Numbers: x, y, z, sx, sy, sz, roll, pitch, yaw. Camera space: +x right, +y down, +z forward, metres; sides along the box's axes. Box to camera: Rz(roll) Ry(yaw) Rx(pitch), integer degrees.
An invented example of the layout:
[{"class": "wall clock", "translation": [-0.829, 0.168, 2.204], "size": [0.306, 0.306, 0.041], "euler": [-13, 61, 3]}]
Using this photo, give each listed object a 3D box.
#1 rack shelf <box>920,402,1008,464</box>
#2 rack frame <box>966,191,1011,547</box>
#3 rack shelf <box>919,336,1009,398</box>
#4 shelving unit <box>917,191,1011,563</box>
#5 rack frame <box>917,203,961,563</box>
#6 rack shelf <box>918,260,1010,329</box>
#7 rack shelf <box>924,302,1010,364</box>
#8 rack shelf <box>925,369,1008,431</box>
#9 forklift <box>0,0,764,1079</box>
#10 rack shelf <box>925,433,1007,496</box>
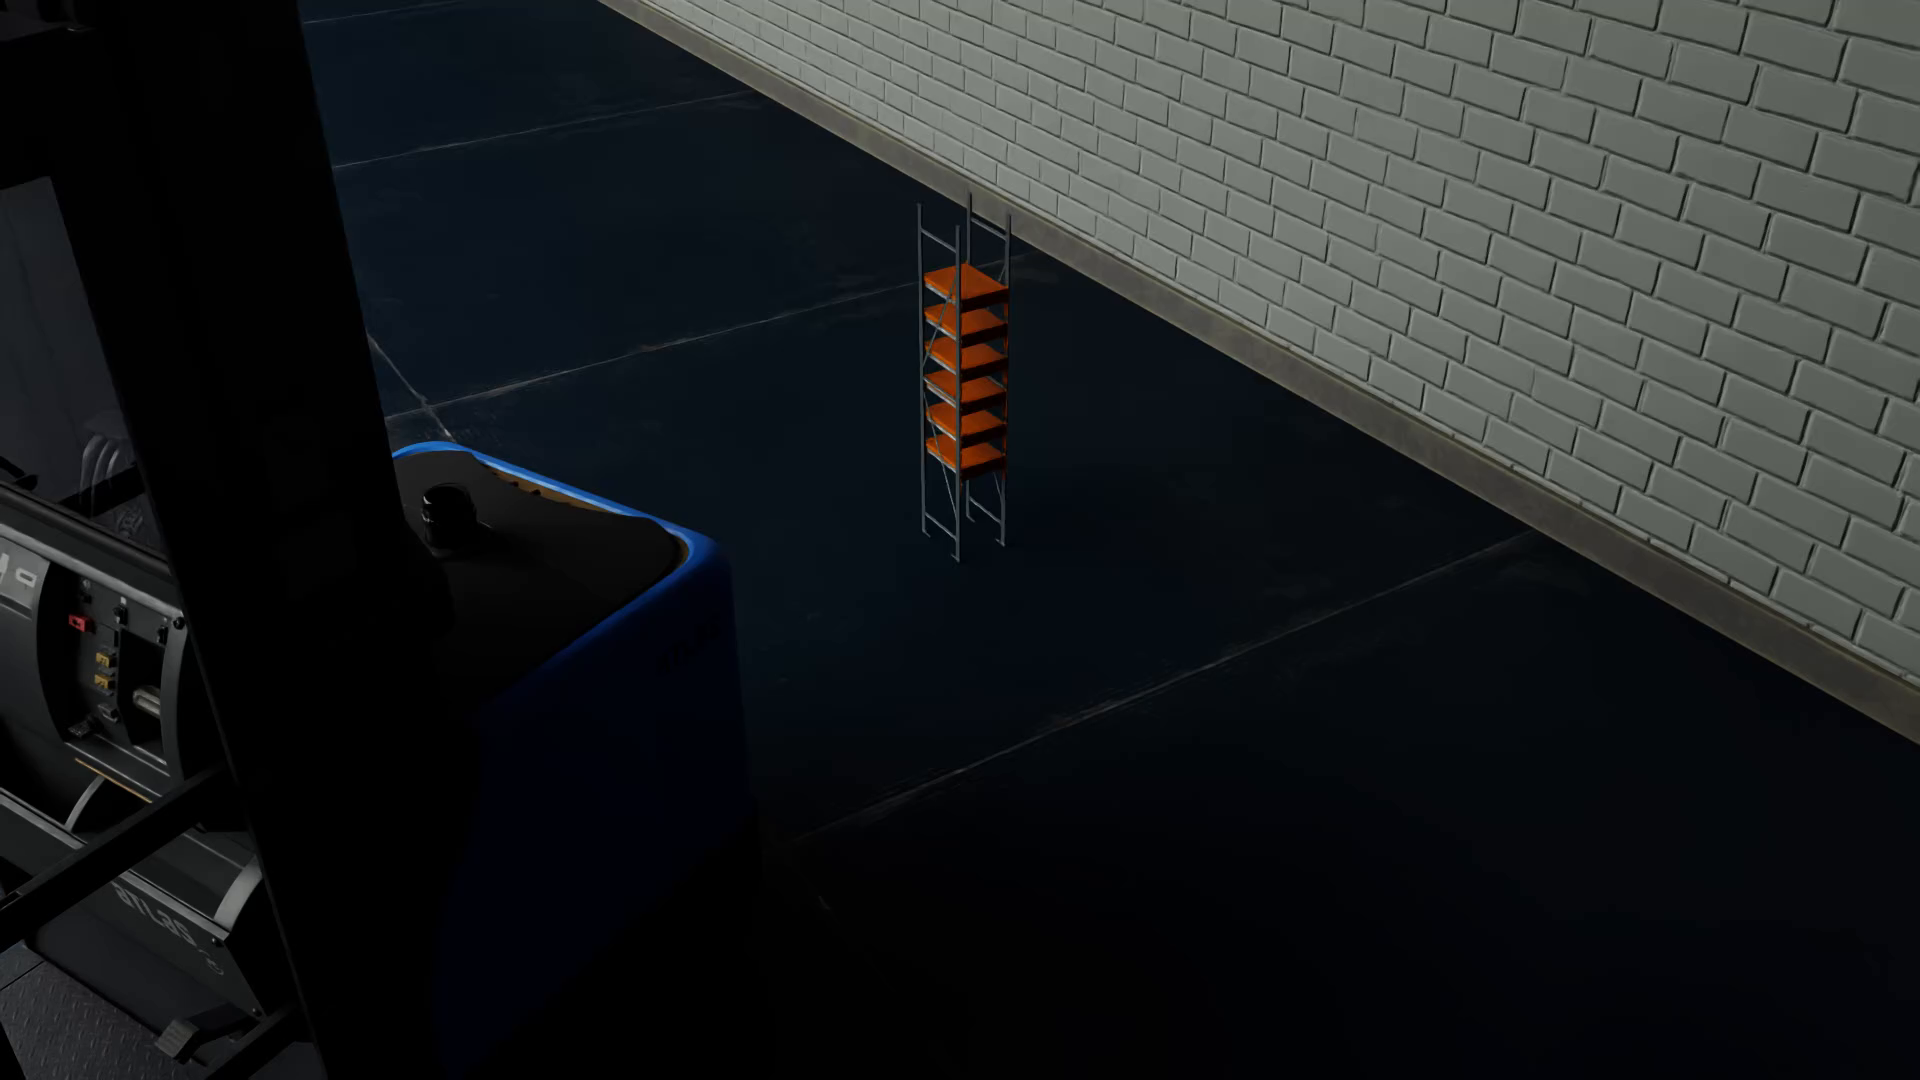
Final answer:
[{"class": "rack shelf", "translation": [0.012, -0.373, 5.524], "size": [0.180, 0.103, 0.258], "euler": [-19, 37, -27]}, {"class": "rack frame", "translation": [0.089, -0.538, 5.478], "size": [0.006, 1.200, 0.240], "euler": [-19, 37, -27]}, {"class": "rack shelf", "translation": [0.012, -0.576, 5.396], "size": [0.180, 0.103, 0.258], "euler": [-19, 37, -27]}, {"class": "shelving unit", "translation": [0.012, -0.512, 5.437], "size": [0.189, 1.200, 0.258], "euler": [-19, 37, -27]}, {"class": "rack frame", "translation": [-0.065, -0.485, 5.395], "size": [0.006, 1.200, 0.240], "euler": [-19, 37, -27]}, {"class": "rack shelf", "translation": [0.012, -0.779, 5.268], "size": [0.180, 0.103, 0.258], "euler": [-19, 37, -27]}, {"class": "rack shelf", "translation": [0.012, -0.677, 5.332], "size": [0.180, 0.103, 0.258], "euler": [-19, 37, -27]}, {"class": "rack shelf", "translation": [0.012, -0.474, 5.460], "size": [0.180, 0.103, 0.258], "euler": [-19, 37, -27]}, {"class": "forklift", "translation": [-1.716, 0.200, 2.686], "size": [1.130, 2.935, 3.031], "euler": [19, 37, 27]}, {"class": "rack shelf", "translation": [0.012, -0.271, 5.588], "size": [0.180, 0.103, 0.258], "euler": [-19, 37, -27]}]
